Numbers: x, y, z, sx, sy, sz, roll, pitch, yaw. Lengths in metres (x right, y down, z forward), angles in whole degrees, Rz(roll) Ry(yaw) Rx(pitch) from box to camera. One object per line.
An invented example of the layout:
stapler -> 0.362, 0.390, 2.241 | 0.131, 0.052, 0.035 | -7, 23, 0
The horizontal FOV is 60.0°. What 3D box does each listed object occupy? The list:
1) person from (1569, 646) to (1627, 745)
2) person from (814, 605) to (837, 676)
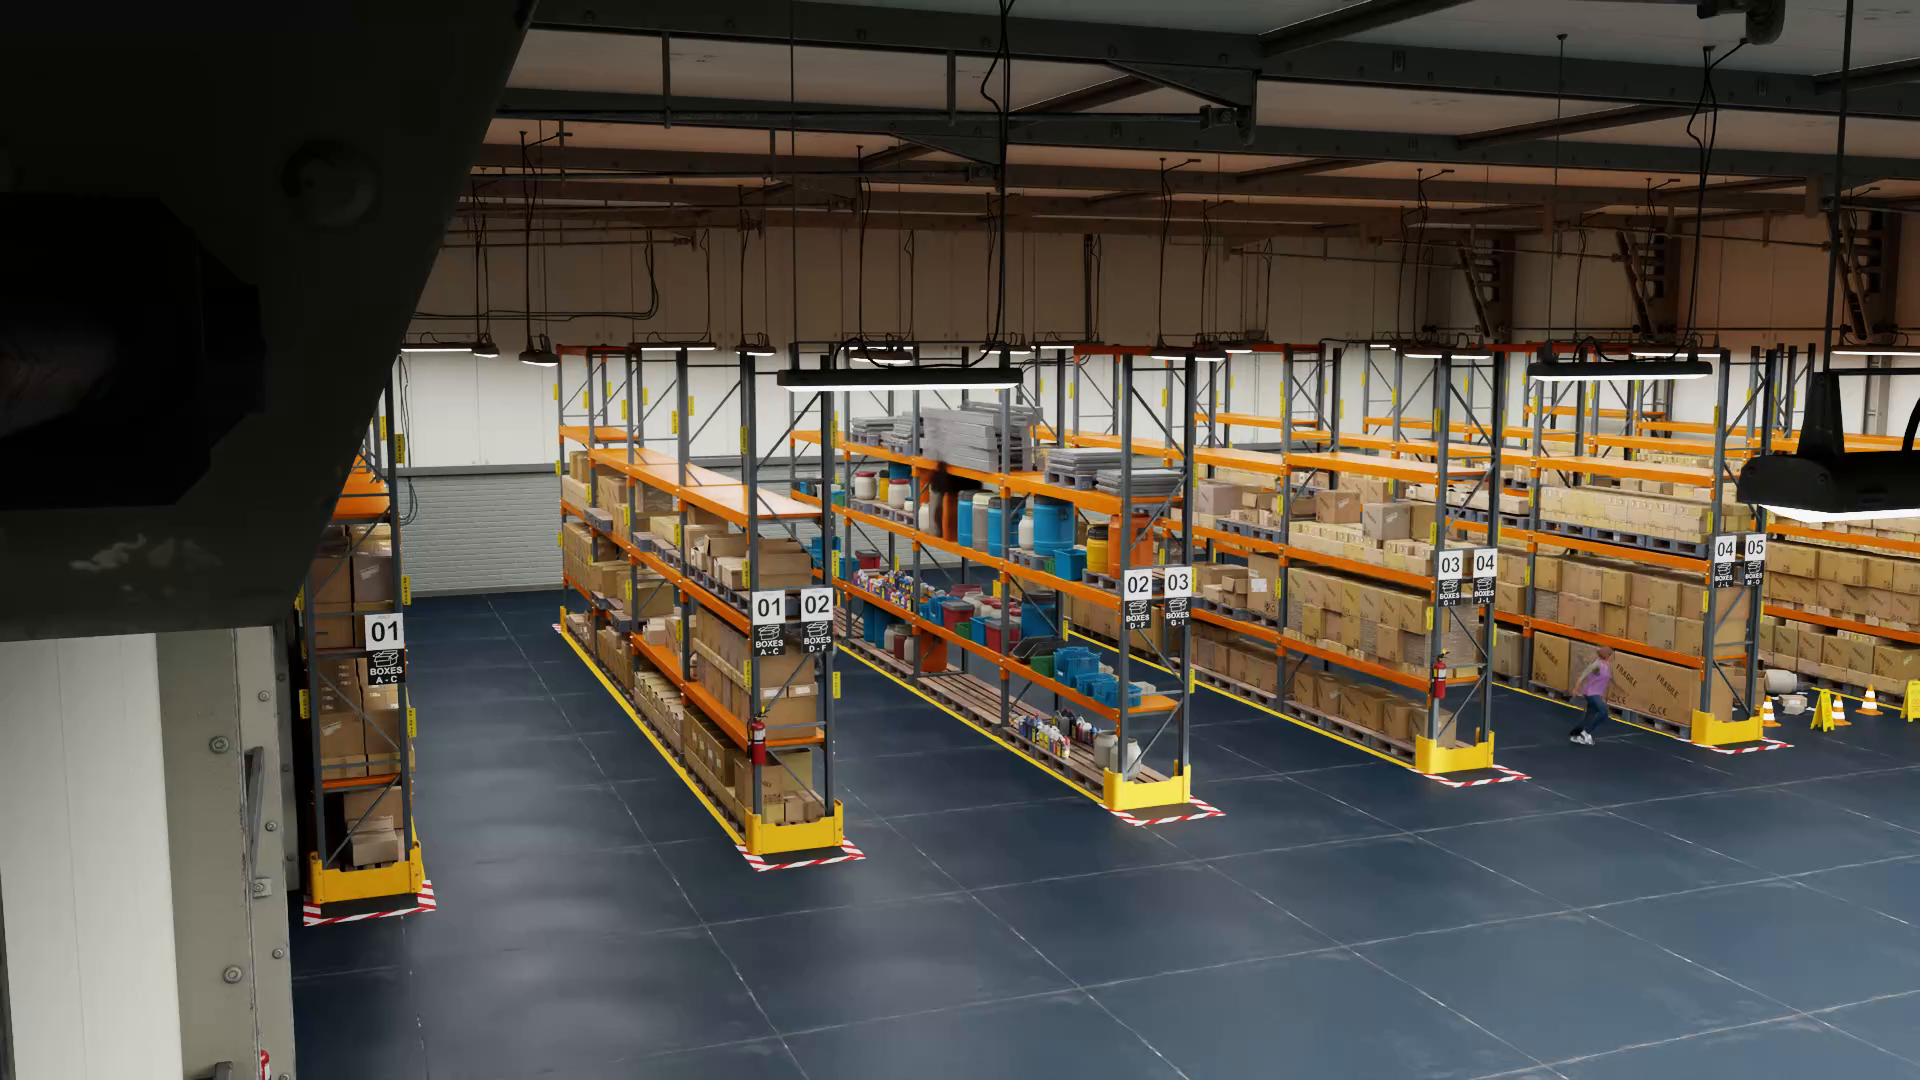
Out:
person -> 9.684, 2.356, 25.237 | 0.777, 1.536, 0.519 | 6, 9, 38
person -> -2.505, 1.680, 30.168 | 0.647, 1.666, 0.837 | -4, 8, -30
